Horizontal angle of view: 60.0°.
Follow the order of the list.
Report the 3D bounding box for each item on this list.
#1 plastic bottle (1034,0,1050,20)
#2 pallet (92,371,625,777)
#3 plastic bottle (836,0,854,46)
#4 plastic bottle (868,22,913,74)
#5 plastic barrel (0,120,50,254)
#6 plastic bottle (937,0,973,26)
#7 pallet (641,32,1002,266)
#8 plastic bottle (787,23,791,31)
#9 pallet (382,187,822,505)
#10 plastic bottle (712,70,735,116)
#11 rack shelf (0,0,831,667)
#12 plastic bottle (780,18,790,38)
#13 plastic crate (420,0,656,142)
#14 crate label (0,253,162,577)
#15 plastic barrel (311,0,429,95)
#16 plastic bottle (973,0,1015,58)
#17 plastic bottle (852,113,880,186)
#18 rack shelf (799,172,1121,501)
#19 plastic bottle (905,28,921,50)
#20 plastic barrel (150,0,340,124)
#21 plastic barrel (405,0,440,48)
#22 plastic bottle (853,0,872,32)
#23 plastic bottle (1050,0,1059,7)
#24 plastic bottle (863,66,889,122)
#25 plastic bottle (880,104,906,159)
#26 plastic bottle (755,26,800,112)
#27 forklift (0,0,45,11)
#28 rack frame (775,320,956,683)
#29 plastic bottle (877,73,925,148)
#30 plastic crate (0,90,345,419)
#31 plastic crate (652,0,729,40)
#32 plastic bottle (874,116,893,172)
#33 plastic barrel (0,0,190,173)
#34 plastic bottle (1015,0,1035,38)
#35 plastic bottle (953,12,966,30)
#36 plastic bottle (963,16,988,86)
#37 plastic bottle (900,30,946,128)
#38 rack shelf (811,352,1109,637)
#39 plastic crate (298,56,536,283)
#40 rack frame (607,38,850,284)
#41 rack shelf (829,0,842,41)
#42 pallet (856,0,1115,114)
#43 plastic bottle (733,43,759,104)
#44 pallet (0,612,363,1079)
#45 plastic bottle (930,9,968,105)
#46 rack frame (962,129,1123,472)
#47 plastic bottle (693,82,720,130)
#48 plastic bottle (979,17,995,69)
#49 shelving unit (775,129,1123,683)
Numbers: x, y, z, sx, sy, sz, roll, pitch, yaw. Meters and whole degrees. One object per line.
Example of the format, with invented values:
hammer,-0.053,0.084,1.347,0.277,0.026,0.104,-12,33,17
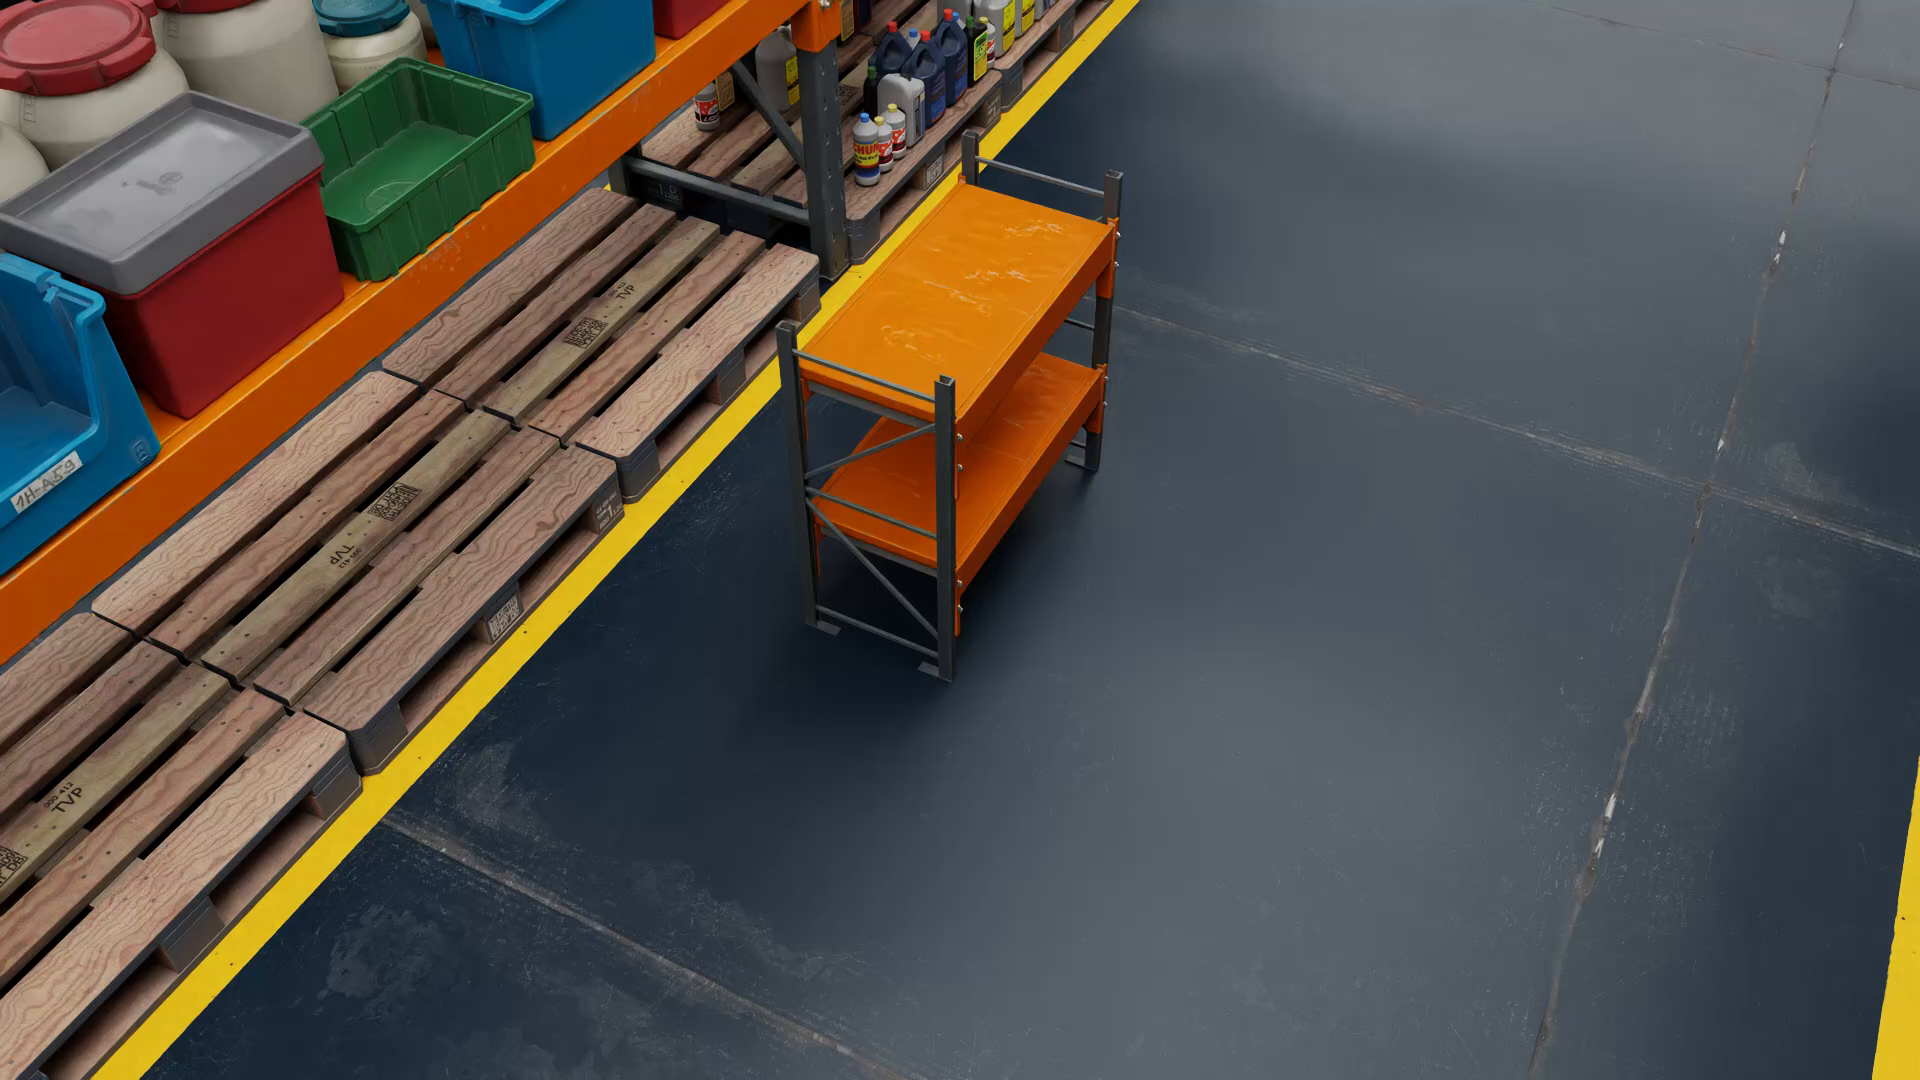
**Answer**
plastic bottle,0.301,-2.390,7.109,0.152,0.276,0.135,19,48,18
pallet,-1.782,0.047,5.055,1.003,0.211,1.213,20,49,19
plastic bottle,-0.501,-2.219,6.935,0.061,0.283,0.133,20,49,19
plastic bottle,-0.272,-1.854,6.527,0.144,0.351,0.185,20,49,19
plastic barrel,-2.259,-0.715,3.769,0.421,0.512,0.421,0,45,0
plastic bottle,-0.002,-2.200,6.921,0.152,0.276,0.135,20,49,19
pallet,-0.537,-1.641,6.723,1.003,0.211,1.213,20,49,19
plastic bottle,-0.611,-1.998,6.721,0.152,0.276,0.135,20,49,19
pallet,-1.216,-0.724,5.817,1.003,0.211,1.213,20,49,19
plastic bottle,-0.955,-1.824,6.544,0.061,0.283,0.133,23,50,21
rack shelf,-1.815,-0.699,4.338,1.077,0.370,4.000,20,49,19
plastic bottle,-0.753,-2.057,6.727,0.144,0.351,0.185,18,48,17
plastic crate,-1.123,-1.408,4.544,0.392,0.384,0.575,20,49,19
crate label,-2.042,-0.241,3.354,0.502,0.435,0.616,20,49,19
plastic barrel,-1.636,-1.380,4.602,0.301,0.262,0.301,0,45,0
plastic bottle,0.141,-2.193,6.862,0.144,0.351,0.185,20,49,19
plastic bottle,-0.350,-1.463,6.196,0.097,0.271,0.097,0,45,0
rack shelf,-0.003,-0.597,4.638,0.538,0.278,1.000,20,49,19
plastic bottle,-0.184,-1.910,6.638,0.097,0.271,0.097,0,45,0
plastic barrel,-1.865,-1.267,4.298,0.433,0.535,0.433,0,45,0
plastic barrel,-1.525,-1.729,4.754,0.433,0.535,0.433,0,45,0
plastic bottle,-0.430,-2.303,7.018,0.061,0.283,0.133,20,49,19
plastic bottle,0.365,-2.477,7.195,0.152,0.276,0.135,21,49,19
plastic bottle,-0.319,-1.715,6.437,0.061,0.283,0.133,20,49,19
plastic bottle,-0.256,-1.567,6.348,0.097,0.201,0.097,0,45,0
plastic bottle,-0.715,-1.889,6.561,0.144,0.351,0.185,20,49,19
forklift,-3.977,-2.687,5.845,3.031,2.935,1.130,-6,46,-6
rack frame,-0.239,-0.071,4.529,0.500,1.125,0.032,20,49,19
plastic bottle,-0.224,-1.678,6.405,0.152,0.276,0.135,22,49,20
plastic crate,-1.722,-0.631,3.720,0.402,0.464,0.583,20,49,19
plastic crate,-0.840,-1.828,4.903,0.402,0.464,0.583,20,49,19
plastic bottle,-0.303,-1.503,6.284,0.097,0.201,0.097,0,45,0
plastic barrel,-2.066,-0.994,4.028,0.433,0.535,0.433,0,45,0
plastic bottle,0.227,-2.311,6.978,0.144,0.351,0.185,22,49,21
plastic bottle,-0.021,-2.003,6.729,0.097,0.271,0.097,0,45,0
plastic bottle,0.057,-1.992,6.710,0.061,0.283,0.133,23,50,21
plastic bottle,-0.144,-1.807,6.480,0.144,0.351,0.185,22,49,20
rack shelf,-0.003,-0.219,5.020,0.538,0.278,1.000,20,49,19
plastic crate,-1.445,-0.947,4.226,0.450,0.188,0.662,20,49,19
rack frame,-0.886,-2.212,5.327,1.000,3.000,0.127,20,49,19
rack shelf,0.042,-3.219,6.828,1.077,0.370,4.000,20,49,19
pallet,0.028,-2.412,7.486,1.003,0.211,1.213,20,49,19
plastic bottle,-0.842,-1.936,6.608,0.144,0.351,0.185,19,48,18
pallet,-2.349,0.813,4.298,1.003,0.211,1.213,20,49,19
plastic bottle,-0.056,-1.926,6.597,0.144,0.351,0.185,19,48,17
rack frame,0.233,-0.711,5.162,0.500,1.125,0.032,20,49,19
plastic bottle,-0.994,-1.714,6.493,0.097,0.201,0.097,0,45,0
plastic bottle,0.096,-2.044,6.819,0.097,0.201,0.097,0,45,0
shelving unit,-0.003,-0.391,4.846,0.538,1.125,1.048,20,49,19
